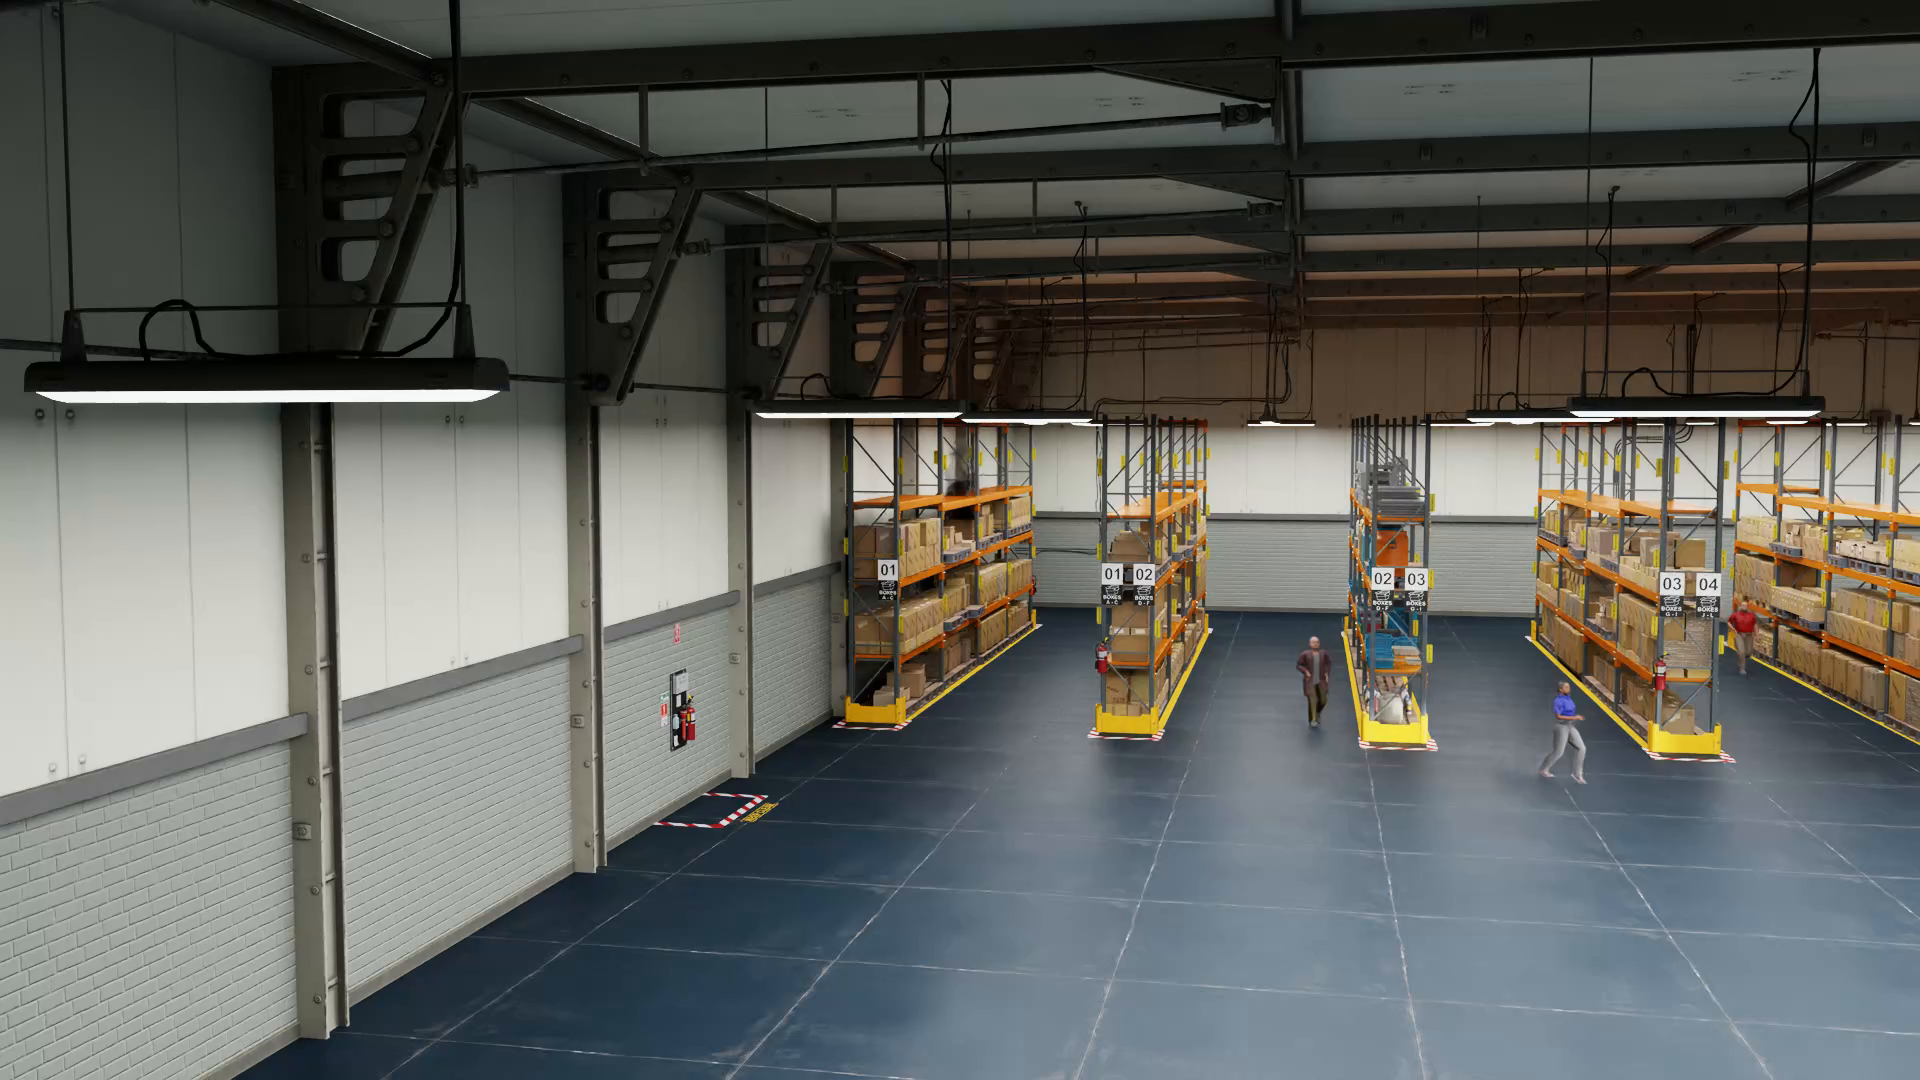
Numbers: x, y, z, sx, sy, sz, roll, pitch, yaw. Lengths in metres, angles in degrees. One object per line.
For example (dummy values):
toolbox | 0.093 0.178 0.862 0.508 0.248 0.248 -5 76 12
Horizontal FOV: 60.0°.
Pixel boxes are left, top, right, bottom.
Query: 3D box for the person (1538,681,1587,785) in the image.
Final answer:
person | 9.805 3.120 26.995 0.582 1.694 0.779 -3 5 -41

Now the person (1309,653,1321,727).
person | 6.813 2.848 31.986 0.620 1.474 0.471 0 4 0

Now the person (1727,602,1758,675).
person | 18.401 2.290 39.106 0.664 1.696 0.675 1 4 10
